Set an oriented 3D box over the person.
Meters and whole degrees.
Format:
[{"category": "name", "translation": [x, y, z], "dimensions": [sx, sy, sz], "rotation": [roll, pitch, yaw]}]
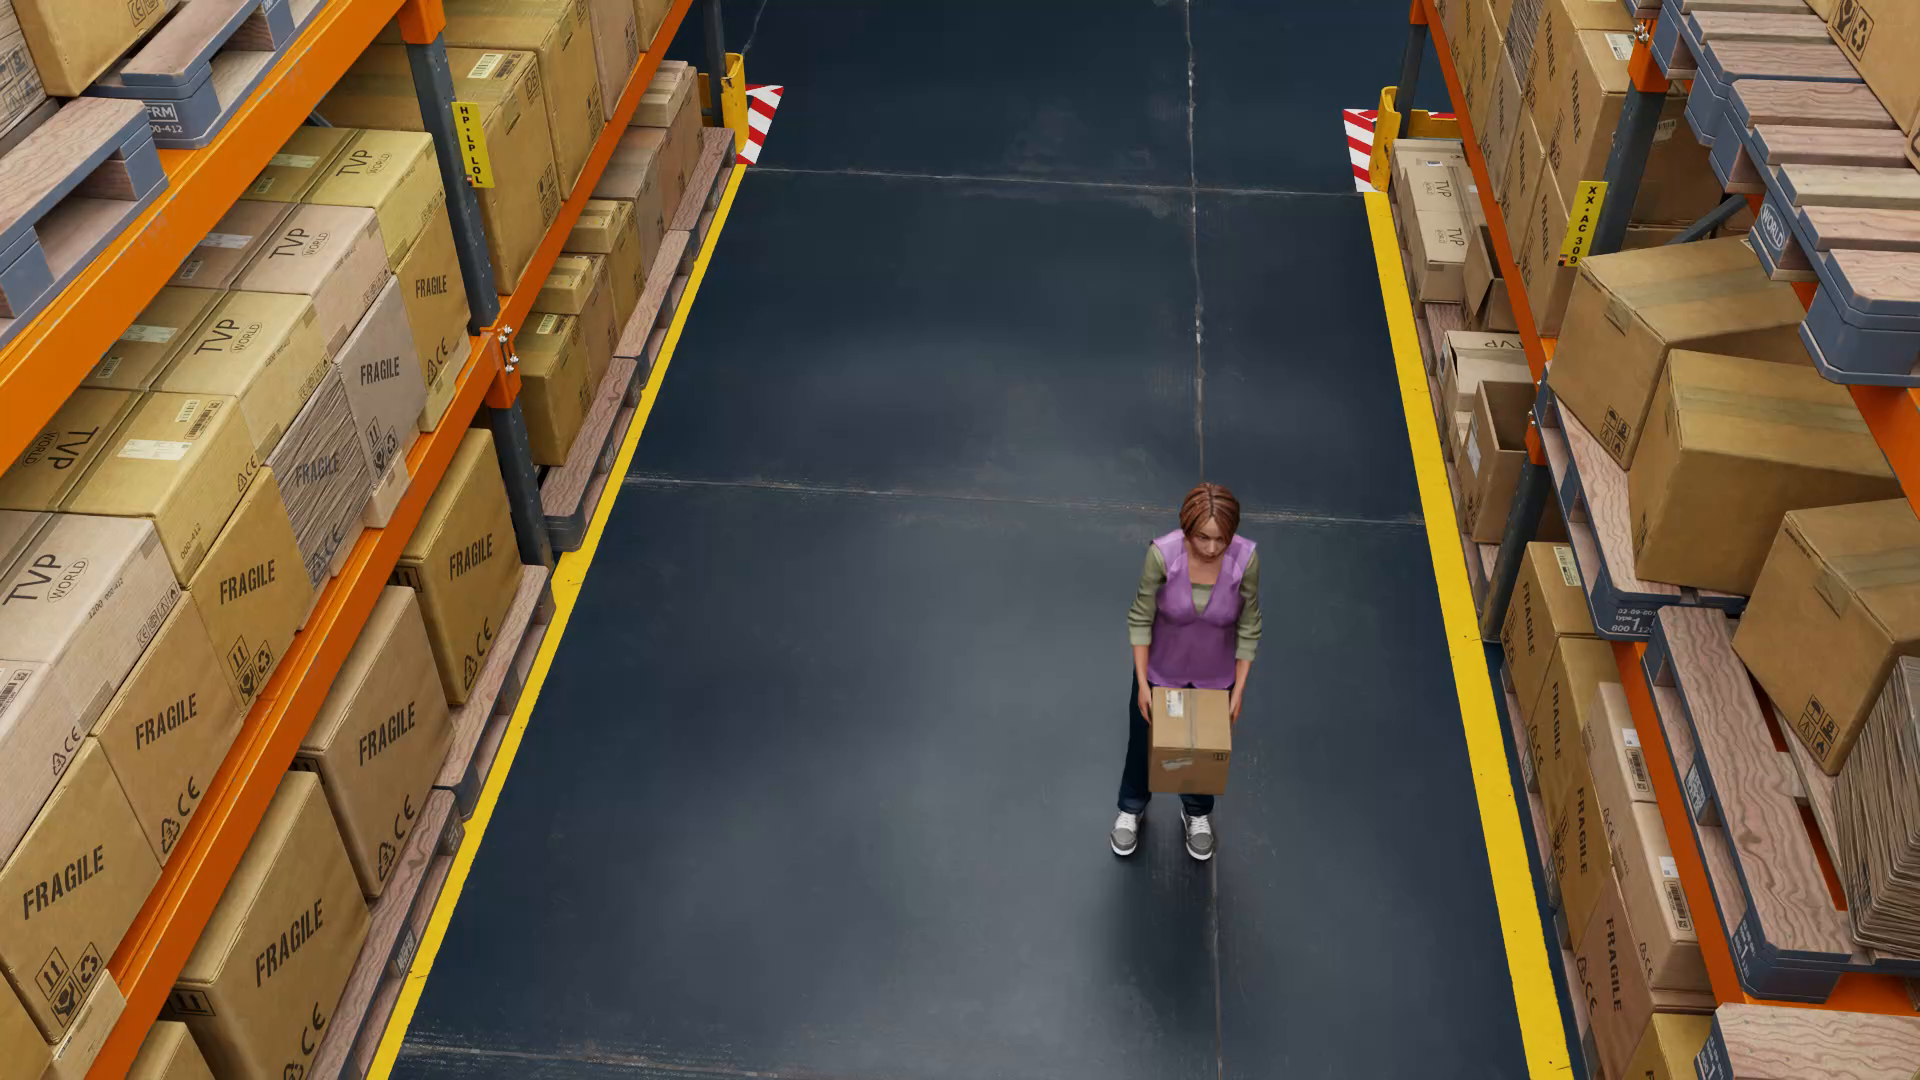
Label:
[{"category": "person", "translation": [0.776, 0.461, 5.636], "dimensions": [0.461, 1.582, 0.343], "rotation": [4, 41, 4]}]
